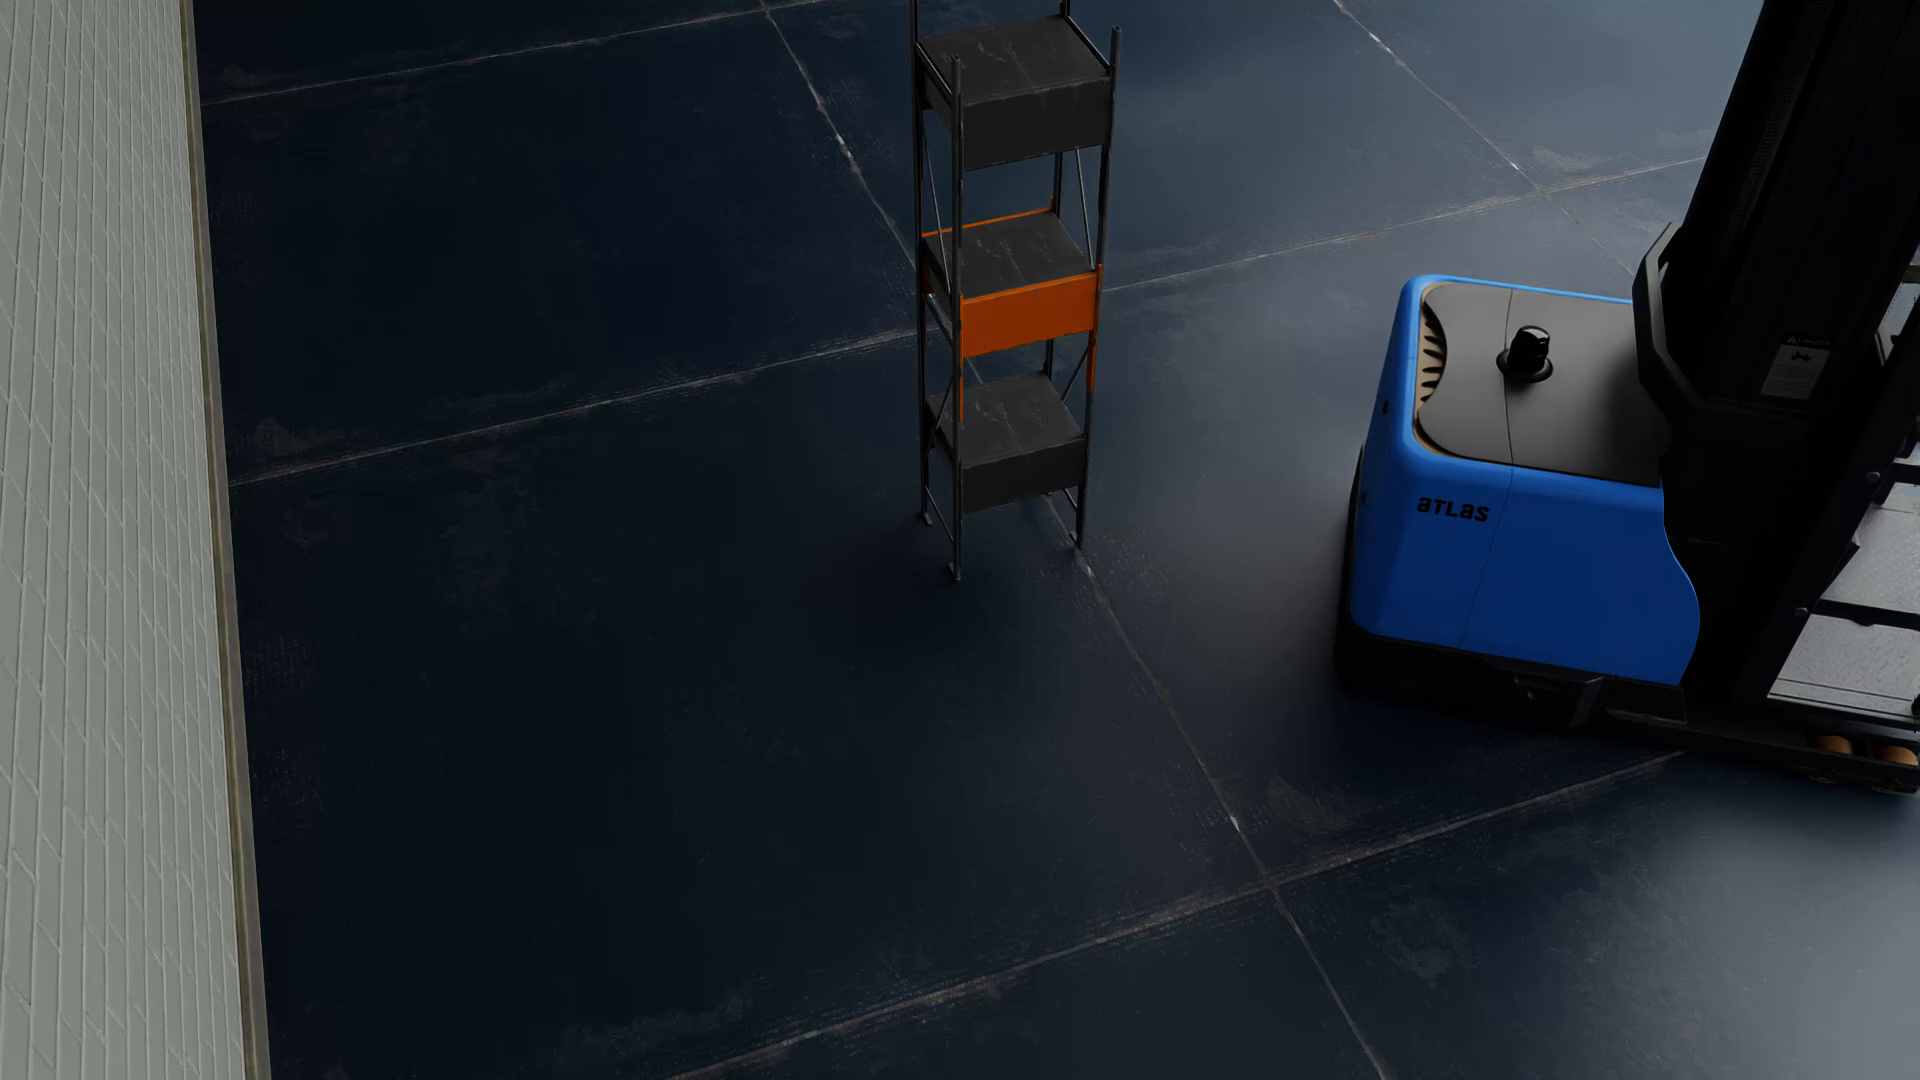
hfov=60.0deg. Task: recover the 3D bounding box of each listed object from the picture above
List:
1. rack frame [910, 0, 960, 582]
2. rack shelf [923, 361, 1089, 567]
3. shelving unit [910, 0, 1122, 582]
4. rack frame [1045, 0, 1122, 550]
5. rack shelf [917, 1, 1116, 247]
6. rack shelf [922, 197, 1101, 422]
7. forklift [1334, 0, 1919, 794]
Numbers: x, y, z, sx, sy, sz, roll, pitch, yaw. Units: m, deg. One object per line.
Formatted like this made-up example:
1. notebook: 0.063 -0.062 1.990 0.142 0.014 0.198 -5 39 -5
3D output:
1. rack frame: -0.074 -0.722 5.487 0.015 2.100 0.400 -14 47 -14
2. rack shelf: 0.156 -0.277 6.051 0.480 0.518 0.431 -14 47 -14
3. shelving unit: 0.156 -0.781 5.546 0.503 2.100 0.431 -14 47 -14
4. rack frame: 0.385 -0.840 5.604 0.015 2.100 0.400 -14 47 -14
5. rack shelf: 0.156 -1.266 5.060 0.480 0.518 0.431 -14 47 -14
6. rack shelf: 0.156 -0.771 5.556 0.480 0.518 0.431 -14 47 -14
7. forklift: 2.864 -0.624 4.803 3.031 2.935 1.130 9 46 9
